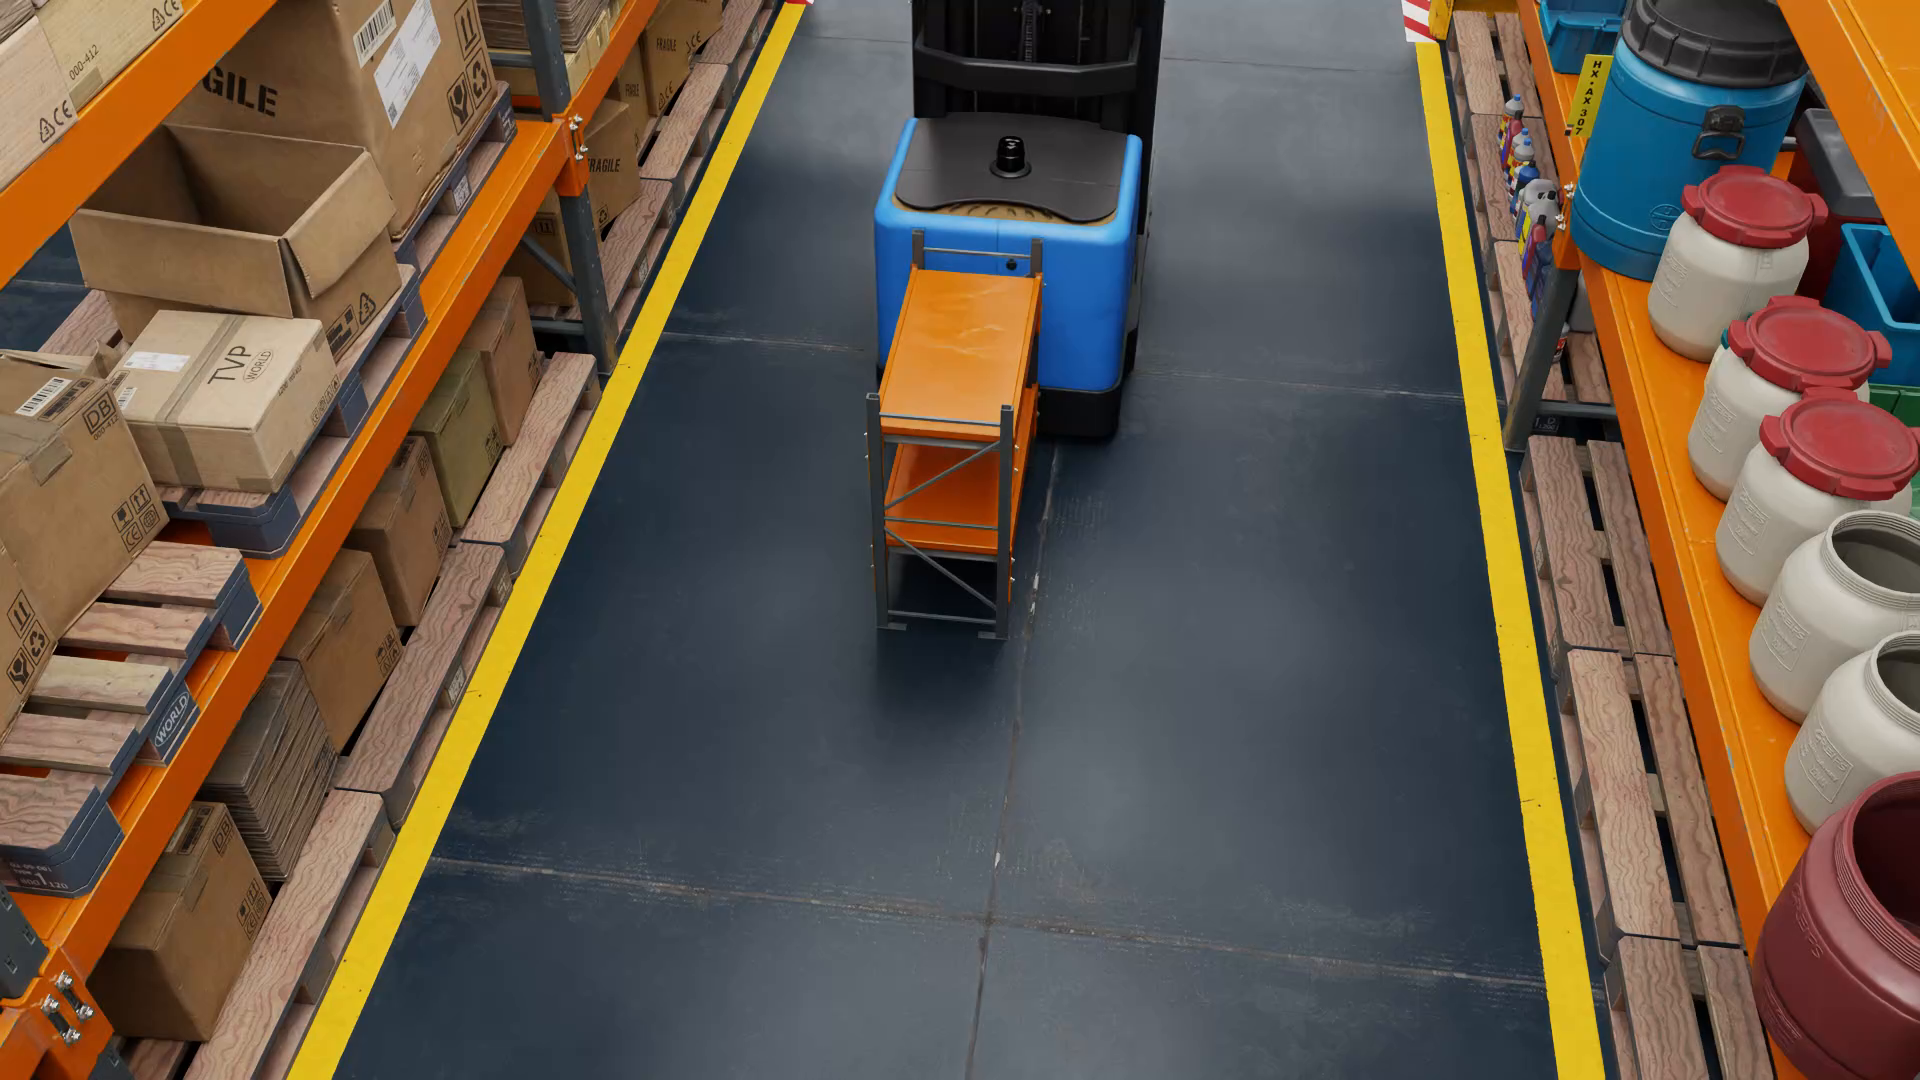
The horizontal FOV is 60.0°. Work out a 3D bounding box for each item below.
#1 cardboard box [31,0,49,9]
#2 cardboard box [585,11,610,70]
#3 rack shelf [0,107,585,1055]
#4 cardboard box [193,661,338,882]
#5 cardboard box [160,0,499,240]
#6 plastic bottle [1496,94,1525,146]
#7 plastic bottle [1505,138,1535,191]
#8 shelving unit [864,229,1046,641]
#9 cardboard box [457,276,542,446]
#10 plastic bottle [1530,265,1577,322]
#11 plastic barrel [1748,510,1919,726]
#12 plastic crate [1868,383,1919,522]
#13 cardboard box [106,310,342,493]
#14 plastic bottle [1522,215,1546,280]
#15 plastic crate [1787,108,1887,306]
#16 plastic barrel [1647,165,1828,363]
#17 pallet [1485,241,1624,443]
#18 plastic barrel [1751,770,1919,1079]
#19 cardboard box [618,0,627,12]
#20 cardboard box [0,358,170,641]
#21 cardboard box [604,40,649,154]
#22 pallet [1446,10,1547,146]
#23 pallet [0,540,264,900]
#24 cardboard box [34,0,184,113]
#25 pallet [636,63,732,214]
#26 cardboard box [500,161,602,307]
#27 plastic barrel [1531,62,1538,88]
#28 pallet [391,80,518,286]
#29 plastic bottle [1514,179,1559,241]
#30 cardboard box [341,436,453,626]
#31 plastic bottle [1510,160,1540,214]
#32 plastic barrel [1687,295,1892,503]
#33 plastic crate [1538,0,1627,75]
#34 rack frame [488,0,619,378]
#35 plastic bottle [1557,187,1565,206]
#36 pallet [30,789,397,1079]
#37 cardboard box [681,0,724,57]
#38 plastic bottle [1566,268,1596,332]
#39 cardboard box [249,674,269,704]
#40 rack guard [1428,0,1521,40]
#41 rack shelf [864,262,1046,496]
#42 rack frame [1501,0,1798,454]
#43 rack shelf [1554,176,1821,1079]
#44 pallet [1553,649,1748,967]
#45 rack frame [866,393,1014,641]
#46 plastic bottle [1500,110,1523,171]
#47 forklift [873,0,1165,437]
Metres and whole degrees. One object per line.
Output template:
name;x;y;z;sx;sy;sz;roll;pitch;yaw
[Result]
cardboard box;-2.149;-1.479;3.512;0.500;0.500;0.500;4;44;4
cardboard box;-1.695;-2.110;6.979;0.380;0.149;0.250;5;44;6
rack shelf;-2.332;-0.288;5.396;1.077;0.370;4.000;5;44;6
cardboard box;-2.467;0.724;5.302;0.700;0.500;0.500;2;43;2
cardboard box;-2.311;-1.754;5.679;1.000;1.000;1.000;6;44;6
plastic bottle;2.822;-2.150;8.503;0.097;0.271;0.097;0;43;0
plastic bottle;2.764;-1.848;8.185;0.097;0.271;0.097;0;43;0
shelving unit;-0.001;-0.404;6.358;0.538;1.125;1.048;5;44;6
cardboard box;-2.170;-0.748;6.856;0.700;0.500;0.500;2;43;2
plastic bottle;2.642;-1.125;7.363;0.144;0.351;0.185;4;44;4
plastic barrel;2.293;0.216;4.259;0.421;0.512;0.421;0;43;0
plastic crate;2.892;-0.173;4.905;0.450;0.188;0.662;5;44;6
cardboard box;-2.147;-0.406;4.800;0.500;0.250;0.500;4;44;4
plastic bottle;2.647;-1.346;7.646;0.061;0.283;0.133;8;44;8
plastic crate;3.081;-1.128;5.713;0.402;0.464;0.583;5;44;6
plastic barrel;2.498;-0.879;5.398;0.433;0.535;0.433;0;43;0
pallet;2.972;-0.904;7.551;1.003;0.211;1.213;5;44;6
plastic barrel;2.074;0.871;3.550;0.600;0.536;0.708;5;44;6
cardboard box;-1.666;-2.454;7.342;0.380;0.149;0.250;5;44;6
cardboard box;-2.590;-0.136;4.334;0.700;0.500;0.500;11;45;12
cardboard box;-1.902;-2.247;8.455;0.500;0.500;0.500;2;43;2
pallet;3.295;-2.566;9.307;1.003;0.211;1.213;5;44;6
pallet;-2.608;0.388;4.298;1.213;0.211;1.003;5;44;6
cardboard box;-2.155;-1.219;3.783;0.500;0.250;0.500;6;44;6
pallet;-1.855;-2.195;8.914;1.003;0.211;1.213;5;44;6
cardboard box;-1.975;-1.426;7.587;0.500;0.500;0.500;4;44;4
plastic barrel;3.293;-2.640;8.861;0.421;0.512;0.421;0;43;0
pallet;-2.313;-1.335;6.118;1.003;0.211;1.213;5;44;6
plastic bottle;2.735;-1.559;7.876;0.152;0.276;0.135;6;44;6
cardboard box;-2.325;-0.043;6.112;0.700;0.500;0.500;2;43;2
plastic bottle;2.737;-1.710;8.039;0.097;0.271;0.097;0;43;0
plastic barrel;2.401;-0.379;4.870;0.433;0.535;0.433;0;43;0
plastic crate;2.719;-2.187;6.986;0.499;0.251;0.616;5;44;6
rack frame;-2.067;-1.912;6.588;1.000;3.000;0.127;5;44;6
plastic bottle;2.841;-1.553;7.864;0.061;0.283;0.133;5;44;6
pallet;-2.491;1.294;5.230;1.003;0.211;1.213;5;44;6
cardboard box;-1.683;-3.049;9.301;0.500;0.500;0.500;16;46;16
plastic bottle;2.784;-1.112;7.349;0.144;0.351;0.185;5;44;6
cardboard box;-2.477;0.468;5.027;0.500;0.250;0.500;10;44;10
rack guard;3.408;-3.224;9.792;1.175;0.500;0.348;5;44;6
rack shelf;-0.001;-0.616;6.157;0.538;0.278;1.000;5;44;6
rack frame;2.842;-1.462;6.113;1.000;3.000;0.127;5;44;6
rack shelf;2.578;0.162;4.920;1.077;0.370;4.000;5;44;6
pallet;2.618;0.923;5.622;1.003;0.211;1.213;5;44;6
rack frame;-0.068;-0.057;5.992;0.500;1.125;0.032;5;44;6
plastic bottle;2.774;-2.002;8.338;0.061;0.283;0.133;6;44;6
forklift;0.371;-2.524;7.284;1.130;2.935;3.031;6;44;6
